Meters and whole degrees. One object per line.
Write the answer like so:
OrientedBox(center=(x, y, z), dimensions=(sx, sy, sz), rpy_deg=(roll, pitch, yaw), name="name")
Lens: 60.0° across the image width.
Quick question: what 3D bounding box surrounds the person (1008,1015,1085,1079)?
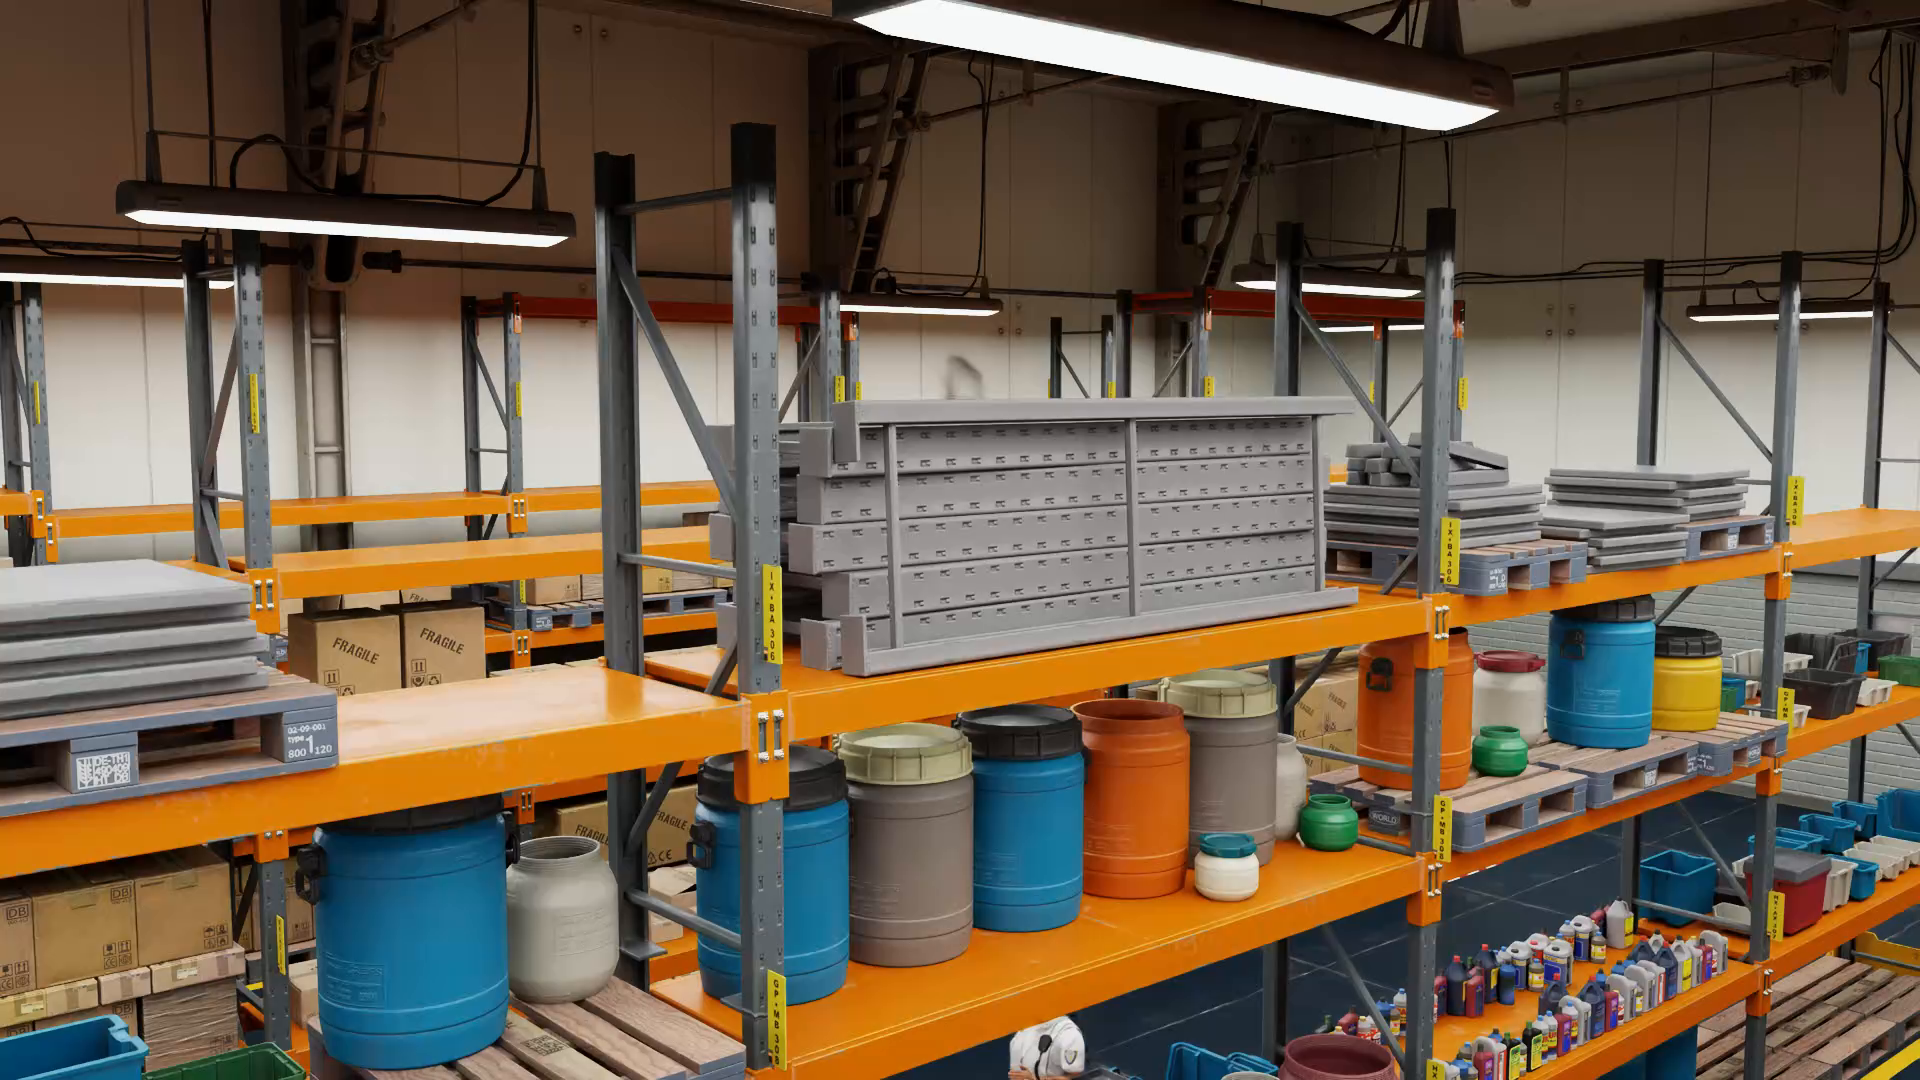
OrientedBox(center=(0.516, 3.387, 9.872), dimensions=(0.921, 1.662, 0.603), rpy_deg=(-5, 7, -41), name="person")
